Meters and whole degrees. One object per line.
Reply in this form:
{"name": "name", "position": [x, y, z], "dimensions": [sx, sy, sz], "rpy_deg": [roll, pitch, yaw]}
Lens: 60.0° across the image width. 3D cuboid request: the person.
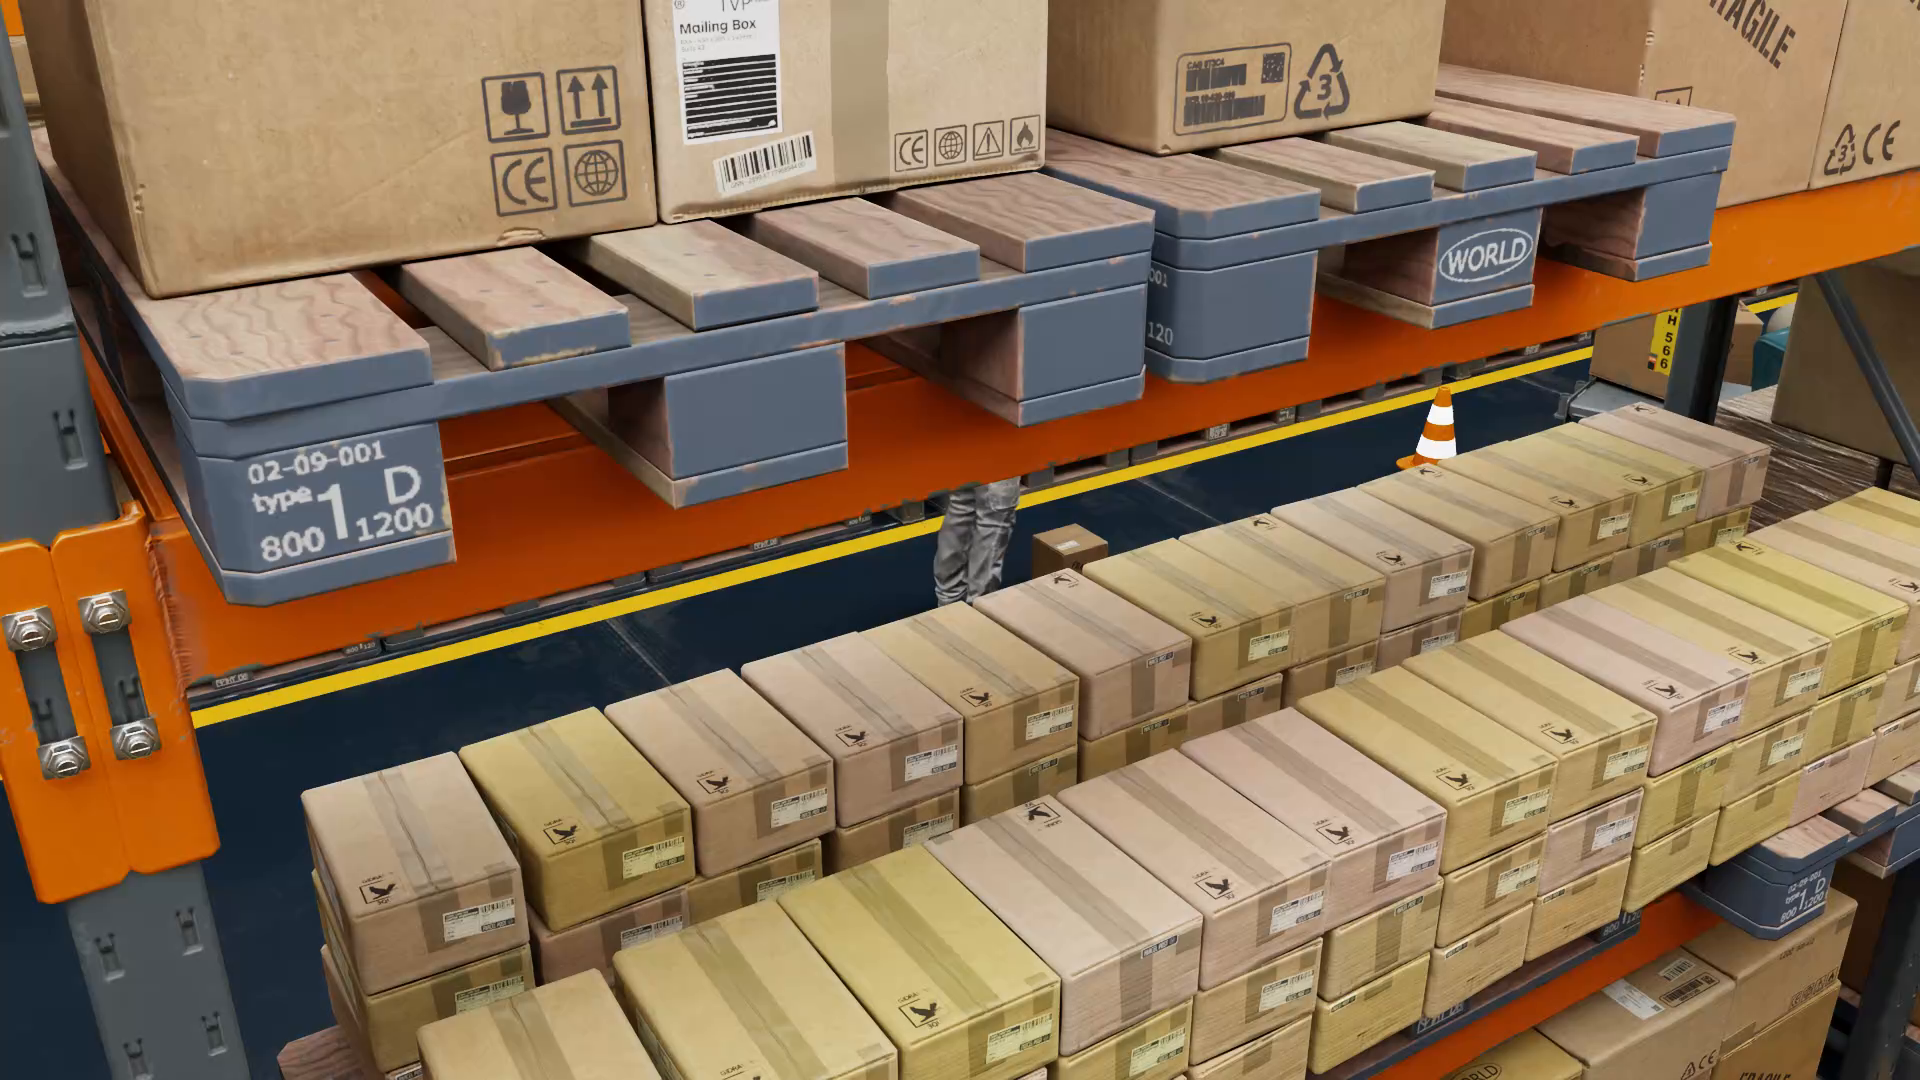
{"name": "person", "position": [0.141, -0.230, 7.312], "dimensions": [0.860, 1.168, 0.596], "rpy_deg": [-15, 29, -30]}
